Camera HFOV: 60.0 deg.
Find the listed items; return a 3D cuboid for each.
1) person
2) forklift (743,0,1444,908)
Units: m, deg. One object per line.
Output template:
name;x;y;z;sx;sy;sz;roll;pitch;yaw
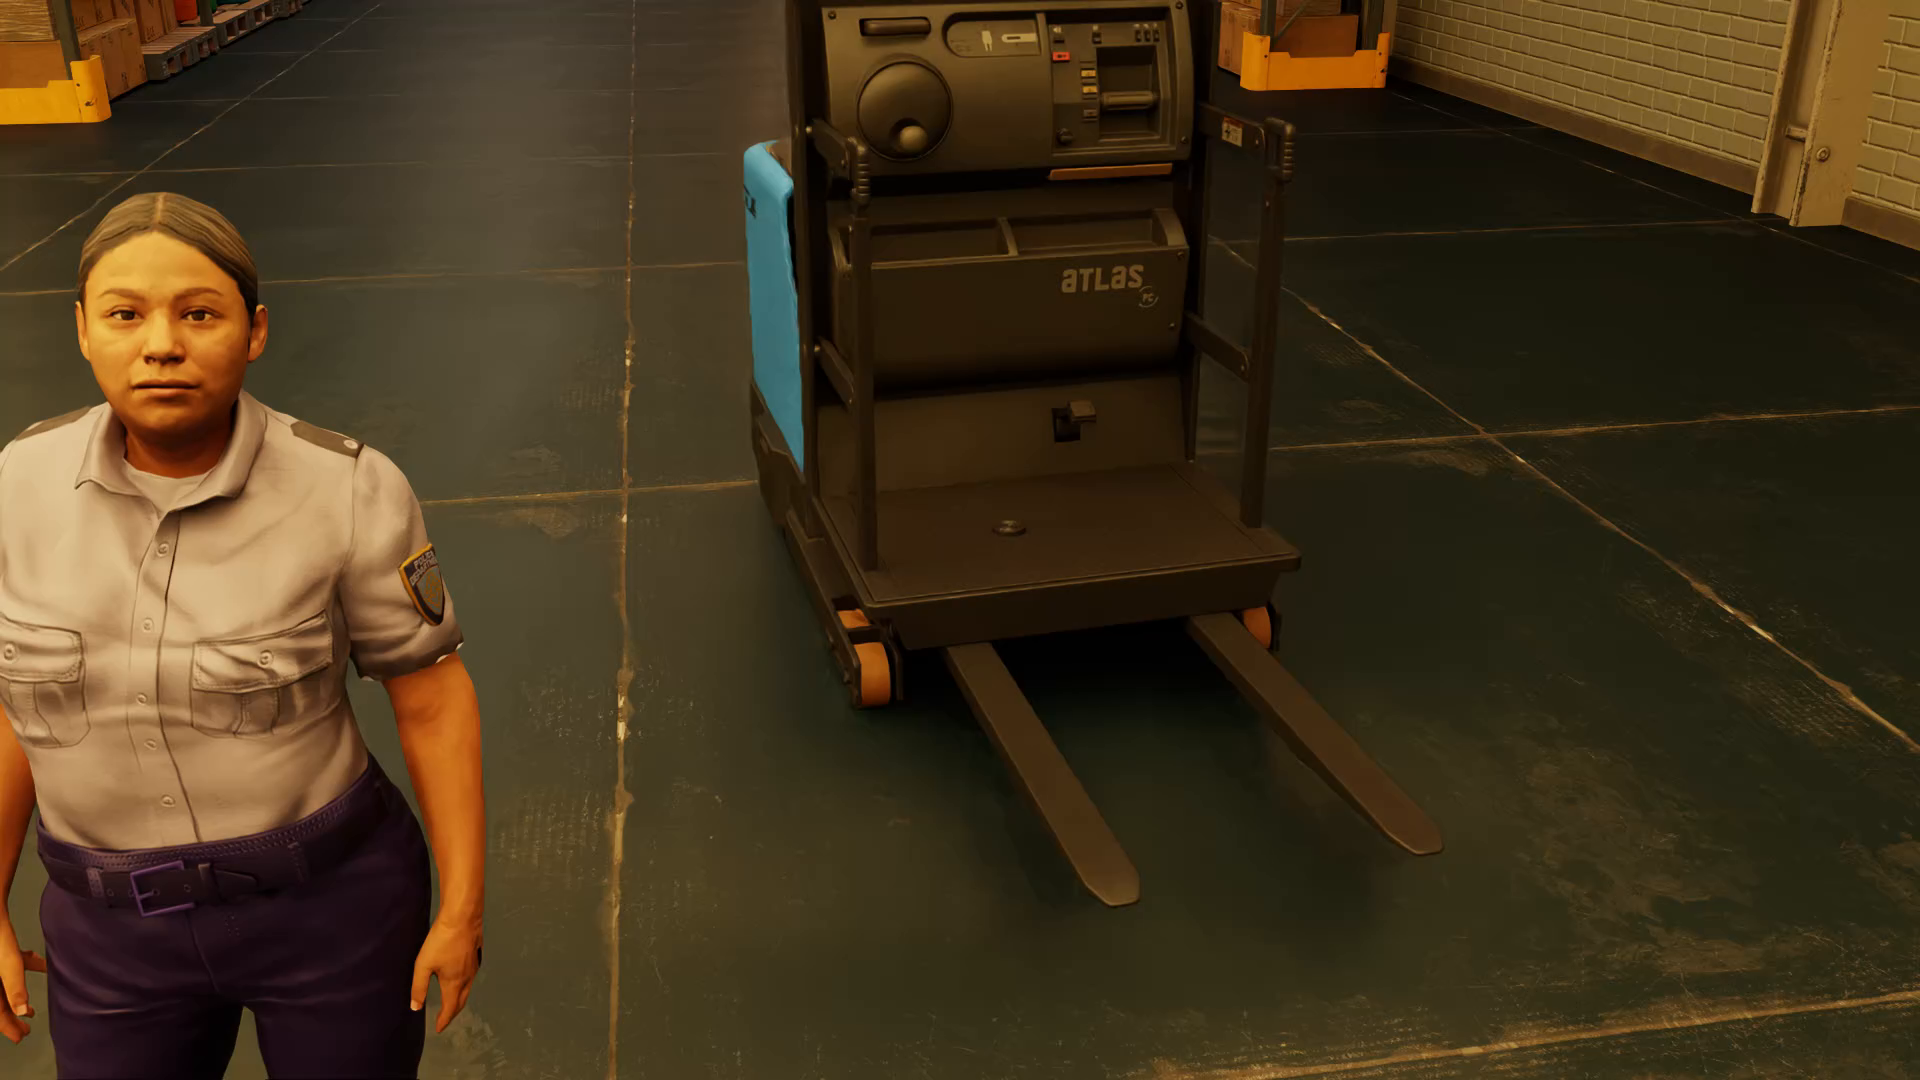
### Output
person;-0.826;0.475;1.828;0.594;1.651;0.500;-3;23;-6
forklift;0.186;-1.104;3.884;1.130;2.935;3.031;-6;24;-14
